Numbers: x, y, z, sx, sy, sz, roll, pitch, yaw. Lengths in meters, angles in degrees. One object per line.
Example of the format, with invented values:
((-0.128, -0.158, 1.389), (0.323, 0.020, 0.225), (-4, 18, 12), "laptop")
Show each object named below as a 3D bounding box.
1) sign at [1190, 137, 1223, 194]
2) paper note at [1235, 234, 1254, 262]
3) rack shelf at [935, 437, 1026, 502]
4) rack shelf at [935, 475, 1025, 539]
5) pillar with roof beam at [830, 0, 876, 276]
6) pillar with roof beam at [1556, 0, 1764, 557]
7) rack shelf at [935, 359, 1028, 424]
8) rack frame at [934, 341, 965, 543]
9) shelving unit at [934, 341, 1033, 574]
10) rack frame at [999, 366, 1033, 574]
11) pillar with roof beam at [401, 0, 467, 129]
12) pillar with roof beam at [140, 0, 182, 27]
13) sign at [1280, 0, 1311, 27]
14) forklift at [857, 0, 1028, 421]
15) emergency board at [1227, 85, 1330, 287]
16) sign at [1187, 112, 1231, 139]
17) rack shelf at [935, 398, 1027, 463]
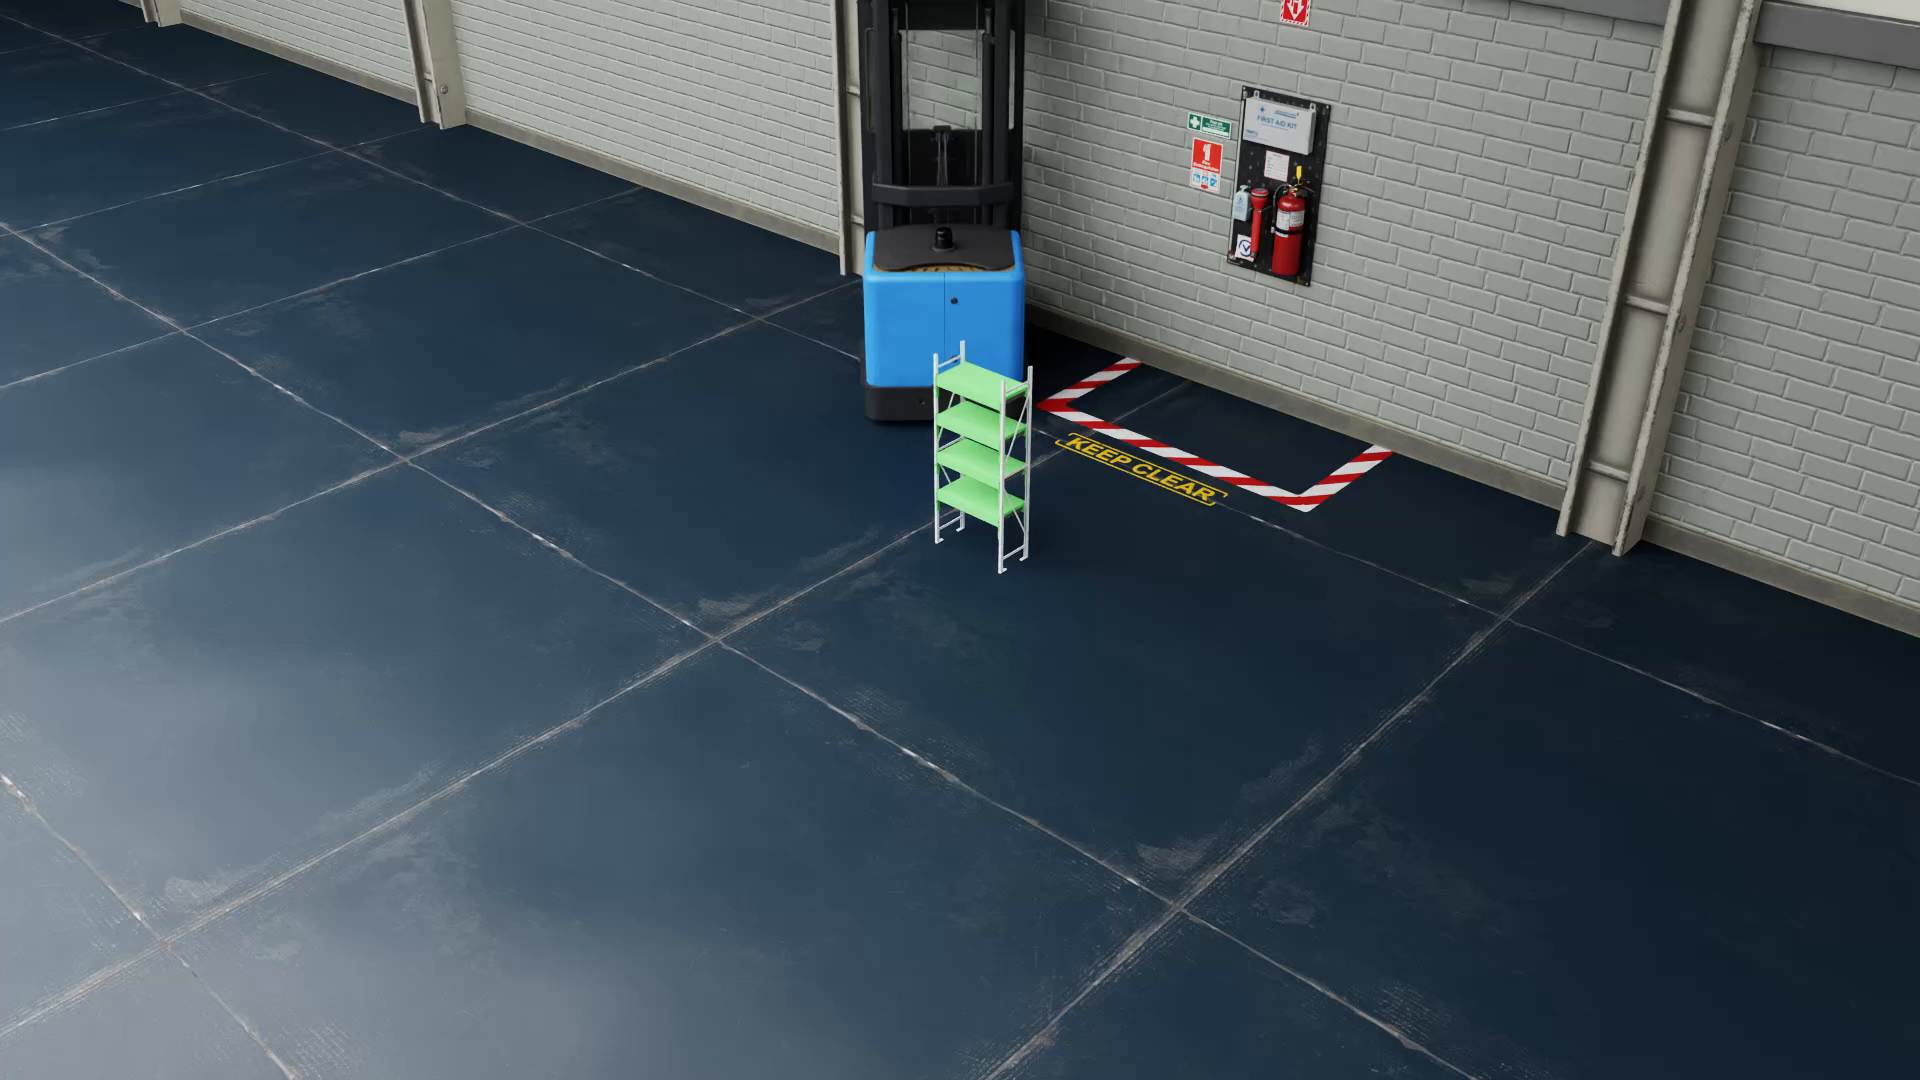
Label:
((1.597, -2.430, 10.789), (0.234, 0.329, 0.001), (25, 39, 35), "sign")
((1.853, -1.895, 10.788), (0.142, 0.148, 0.016), (25, 39, 35), "paper note")
((0.123, -0.402, 9.323), (0.480, 0.148, 0.258), (25, 39, 35), "rack shelf")
((0.123, -0.196, 9.447), (0.480, 0.148, 0.258), (25, 39, 35), "rack shelf")
((-3.593, -4.315, 8.137), (0.400, 9.000, 9.100), (25, 39, 35), "pillar with roof beam")
((0.856, -2.239, 4.688), (0.400, 9.000, 9.100), (25, 39, 35), "pillar with roof beam")
((0.123, -0.813, 9.075), (0.480, 0.148, 0.258), (25, 39, 35), "rack shelf")
((-0.058, -0.541, 9.430), (0.015, 1.200, 0.240), (25, 39, 35), "rack frame")
((0.123, -0.457, 9.290), (0.503, 1.200, 0.258), (25, 39, 35), "shelving unit")
((0.304, -0.372, 9.150), (0.015, 1.200, 0.240), (25, 39, 35), "rack frame")
((-8.041, -6.392, 11.587), (0.400, 9.000, 9.100), (25, 39, 35), "pillar with roof beam")
((-12.490, -8.468, 15.036), (0.400, 9.000, 9.100), (25, 39, 35), "pillar with roof beam")
((1.999, -3.218, 9.885), (0.199, 0.298, 0.001), (25, 39, 35), "sign")
((-0.126, -2.757, 11.433), (1.130, 2.935, 3.031), (-1, 31, -1), "forklift")
((1.938, -2.184, 10.415), (0.643, 1.169, 0.194), (25, 39, 35), "emergency board")
((1.595, -2.653, 10.644), (0.331, 0.109, 0.001), (25, 39, 35), "sign")
((0.123, -0.608, 9.199), (0.480, 0.148, 0.258), (25, 39, 35), "rack shelf")
